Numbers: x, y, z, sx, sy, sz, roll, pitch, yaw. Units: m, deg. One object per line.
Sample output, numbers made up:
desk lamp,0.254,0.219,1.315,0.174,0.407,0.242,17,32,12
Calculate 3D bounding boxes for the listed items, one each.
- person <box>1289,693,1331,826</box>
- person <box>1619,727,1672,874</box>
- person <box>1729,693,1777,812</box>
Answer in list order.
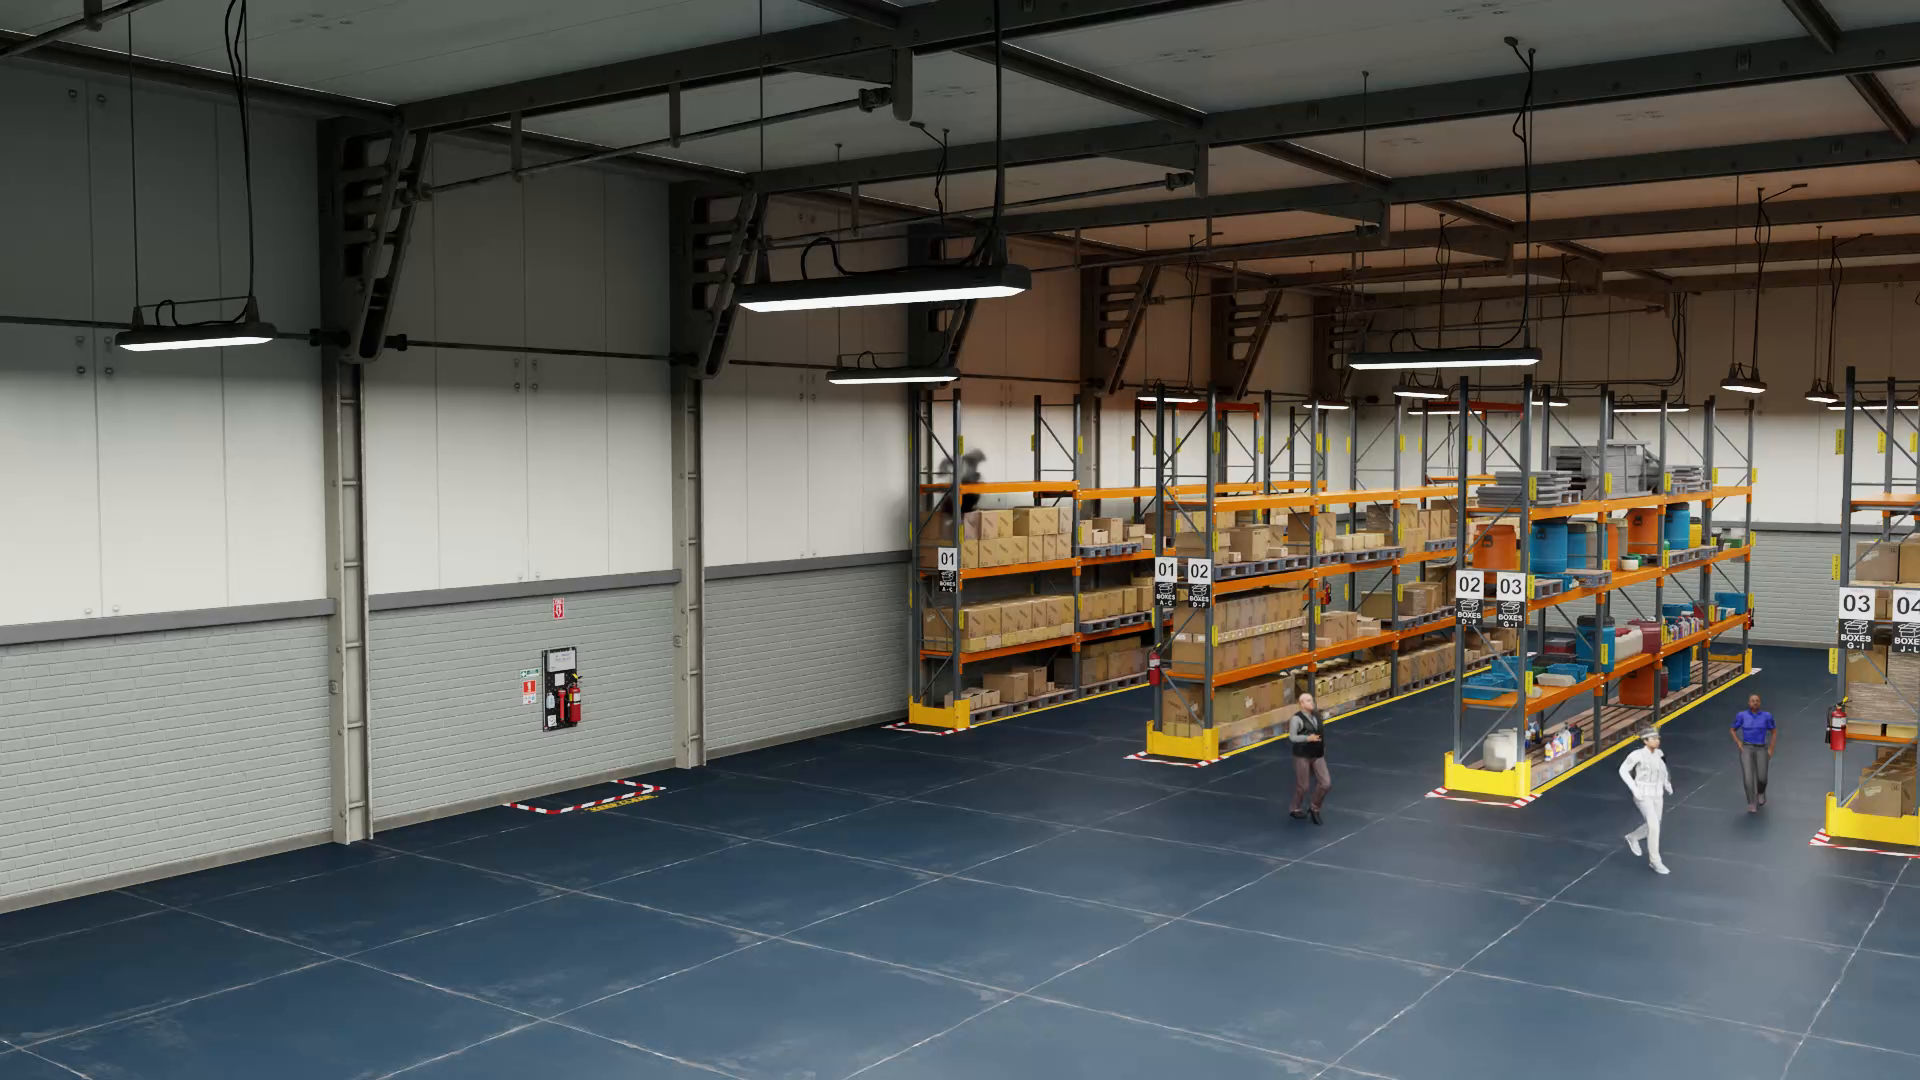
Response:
person,4.618,2.903,21.921,0.638,1.755,0.687,-1,4,-25
person,8.148,3.040,19.755,0.638,1.694,0.769,-1,3,-21
person,10.840,2.903,22.739,0.593,1.608,0.535,2,4,25
